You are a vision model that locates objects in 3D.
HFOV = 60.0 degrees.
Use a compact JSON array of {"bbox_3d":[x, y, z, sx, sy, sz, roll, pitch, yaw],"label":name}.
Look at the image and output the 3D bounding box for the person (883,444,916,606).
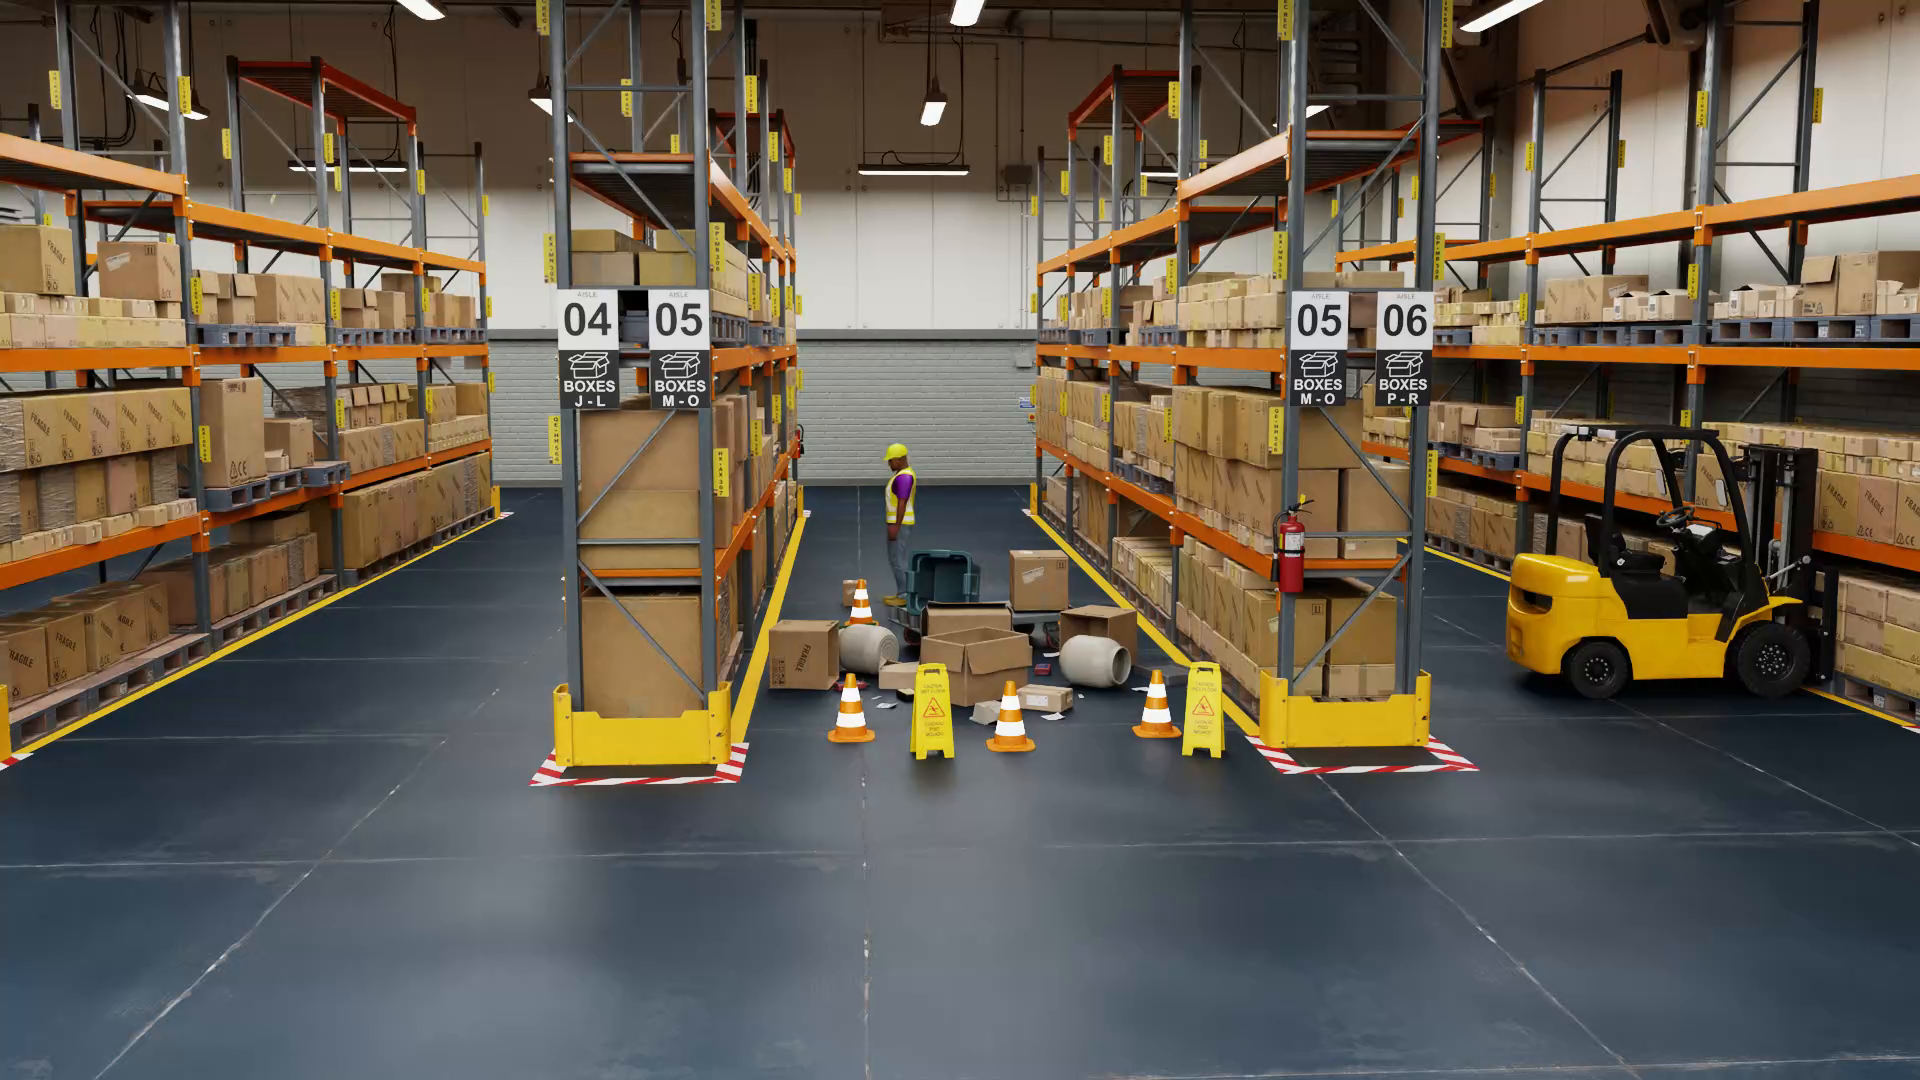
[{"bbox_3d":[-0.656,-0.171,18.101,0.368,1.759,0.568,0,7,-3],"label":"person"}]
